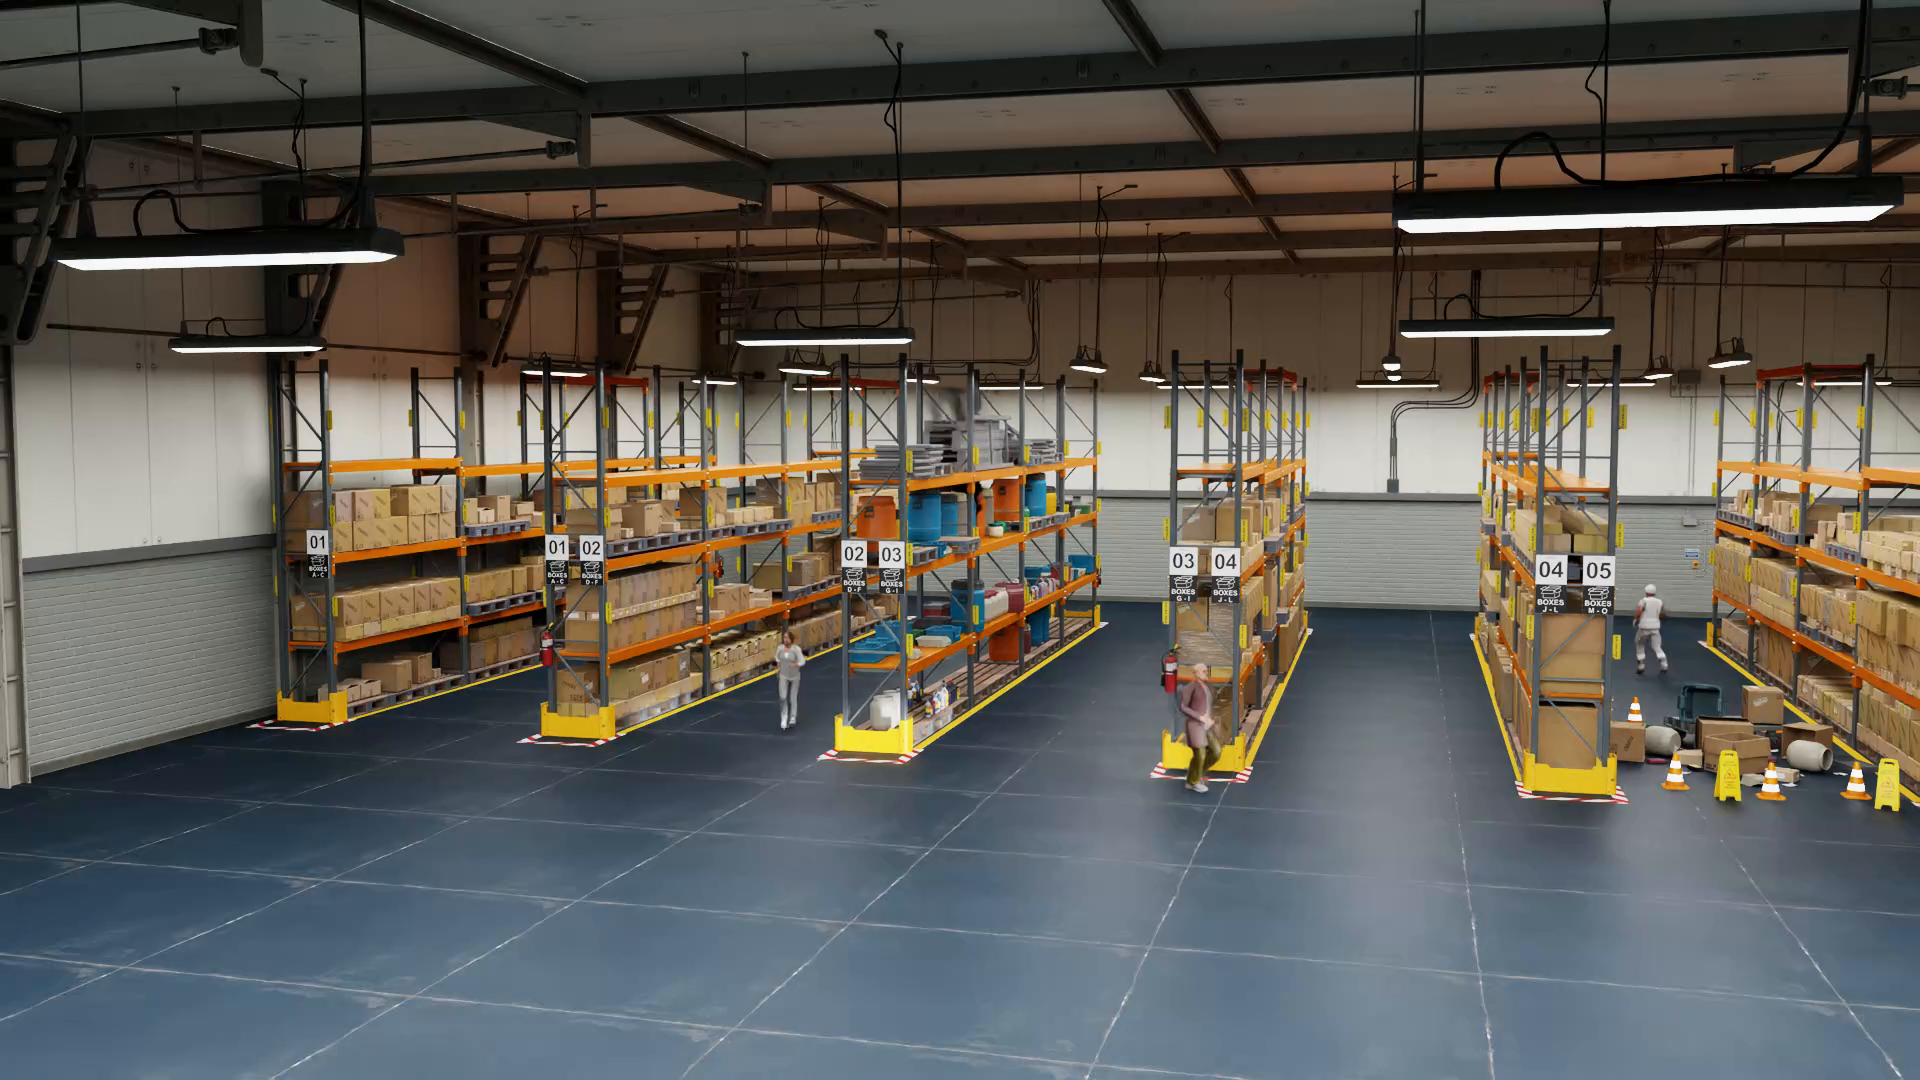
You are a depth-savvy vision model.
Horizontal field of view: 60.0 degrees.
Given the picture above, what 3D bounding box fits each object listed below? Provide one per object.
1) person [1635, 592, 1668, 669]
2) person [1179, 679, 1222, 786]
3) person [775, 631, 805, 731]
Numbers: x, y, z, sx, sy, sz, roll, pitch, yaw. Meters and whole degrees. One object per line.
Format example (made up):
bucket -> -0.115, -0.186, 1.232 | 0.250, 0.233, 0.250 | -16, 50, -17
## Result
person -> 13.436, 1.736, 32.333 | 0.671, 1.638, 0.803 | 0, 4, 0
person -> 3.229, 2.589, 22.346 | 0.711, 1.472, 0.508 | -3, 5, -40
person -> -2.762, 2.271, 26.952 | 0.519, 1.613, 0.686 | 0, 4, 3
